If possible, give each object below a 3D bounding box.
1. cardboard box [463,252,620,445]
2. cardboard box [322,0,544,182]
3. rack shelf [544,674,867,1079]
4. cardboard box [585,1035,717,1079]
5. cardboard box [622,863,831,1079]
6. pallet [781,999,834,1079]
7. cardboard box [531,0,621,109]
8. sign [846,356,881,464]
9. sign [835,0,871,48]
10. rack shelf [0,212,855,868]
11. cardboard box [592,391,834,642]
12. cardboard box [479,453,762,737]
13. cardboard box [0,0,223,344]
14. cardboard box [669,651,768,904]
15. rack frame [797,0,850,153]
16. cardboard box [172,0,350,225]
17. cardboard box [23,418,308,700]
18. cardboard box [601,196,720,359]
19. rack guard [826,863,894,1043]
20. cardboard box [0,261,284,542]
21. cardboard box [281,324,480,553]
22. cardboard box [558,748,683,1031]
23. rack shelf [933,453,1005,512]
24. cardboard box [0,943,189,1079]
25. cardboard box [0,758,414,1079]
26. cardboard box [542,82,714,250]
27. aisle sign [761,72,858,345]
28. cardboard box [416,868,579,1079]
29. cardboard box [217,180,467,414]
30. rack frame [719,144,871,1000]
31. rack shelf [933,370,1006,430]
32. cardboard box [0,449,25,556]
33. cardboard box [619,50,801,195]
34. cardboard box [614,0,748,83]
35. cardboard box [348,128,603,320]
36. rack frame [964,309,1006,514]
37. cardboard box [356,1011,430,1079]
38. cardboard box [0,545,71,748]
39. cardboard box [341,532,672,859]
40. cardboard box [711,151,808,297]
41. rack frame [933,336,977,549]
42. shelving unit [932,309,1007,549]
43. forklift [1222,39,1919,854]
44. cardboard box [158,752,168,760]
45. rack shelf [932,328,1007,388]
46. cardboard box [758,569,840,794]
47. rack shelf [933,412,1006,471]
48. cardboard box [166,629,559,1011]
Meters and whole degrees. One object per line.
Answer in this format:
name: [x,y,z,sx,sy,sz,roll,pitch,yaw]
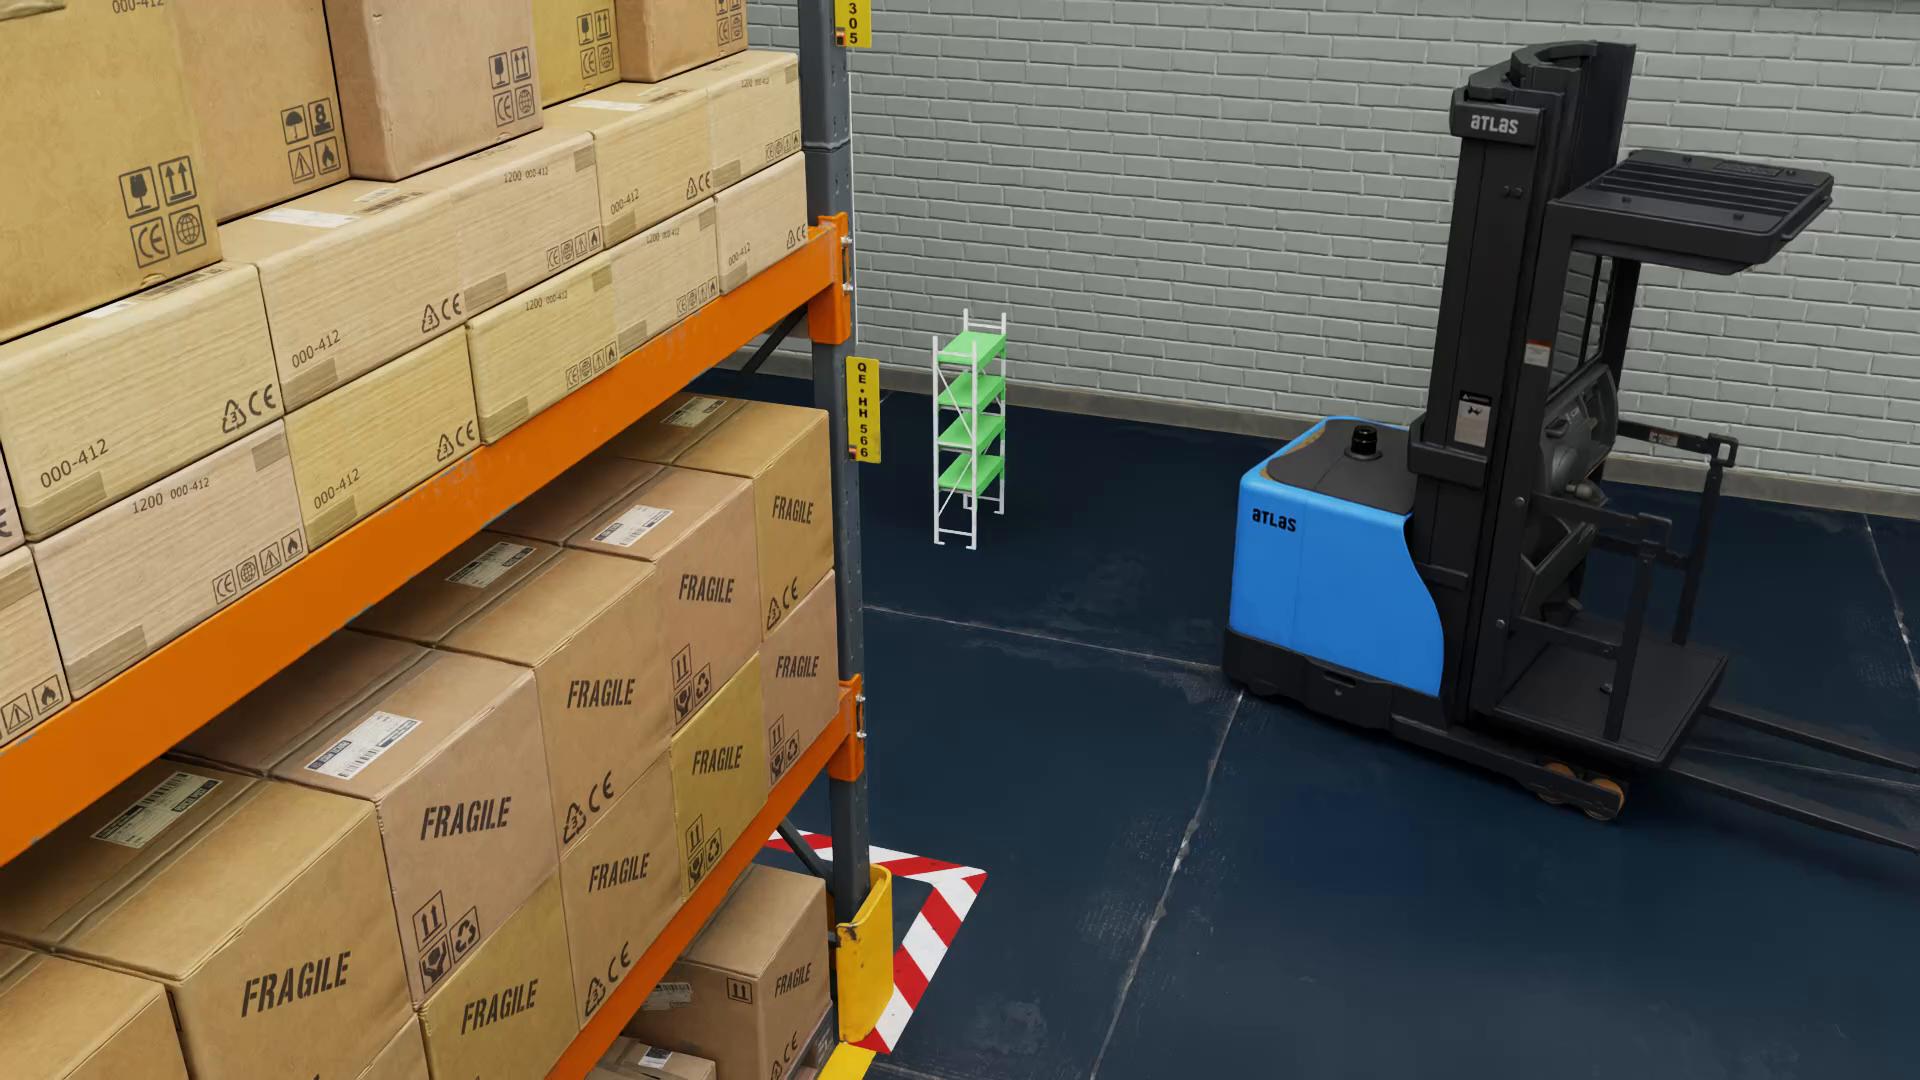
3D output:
cardboard box: [-1.054,-0.429,3.425,0.500,0.250,0.500,9,27,17]
cardboard box: [-1.268,-1.025,3.220,0.700,0.500,0.500,9,27,17]
rack shelf: [-1.467,1.338,3.869,1.077,0.370,4.000,9,27,17]
cardboard box: [-0.969,1.682,5.079,0.380,0.166,0.250,9,27,17]
cardboard box: [-0.750,1.379,5.323,0.500,0.500,0.500,9,27,17]
pallet: [-1.091,1.807,5.276,1.003,0.211,1.213,9,27,17]
cardboard box: [-1.203,-1.246,3.677,0.700,0.500,0.500,9,27,17]
sign: [-0.284,-0.382,4.905,0.100,0.325,0.005,9,27,17]
sign: [-0.284,-1.467,4.380,0.100,0.325,0.005,9,27,17]
rack shelf: [-1.467,-0.012,3.215,1.077,0.370,4.000,9,27,17]
cardboard box: [-0.690,-0.080,4.710,0.500,0.500,0.500,9,27,17]
cardboard box: [-0.857,0.128,4.281,0.500,0.500,0.500,10,27,19]
cardboard box: [-1.546,-0.605,2.354,0.700,0.500,0.500,9,27,17]
cardboard box: [-0.863,0.585,4.485,0.500,0.500,0.500,9,27,18]
rack frame: [-0.801,-2.507,4.103,1.000,3.000,0.127,9,27,17]
cardboard box: [-1.523,-0.833,2.824,0.700,0.500,0.500,9,27,17]
cardboard box: [-1.399,-0.020,2.580,0.500,0.250,0.500,9,27,17]
cardboard box: [-0.900,-0.637,3.853,0.500,0.250,0.500,9,27,17]
rack guard: [-0.826,1.349,5.890,1.175,0.500,0.348,9,27,17]
cardboard box: [-1.394,-0.244,2.469,0.500,0.250,0.500,9,27,17]
cardboard box: [-1.236,-0.226,3.005,0.500,0.250,0.500,9,27,17]
cardboard box: [-1.034,0.789,4.063,0.500,0.500,0.500,9,27,18]
rack shelf: [0.055,-0.335,9.261,0.258,0.148,0.480,9,27,17]
cardboard box: [-1.539,0.977,2.529,0.500,0.500,0.500,8,27,16]
cardboard box: [-1.367,0.765,2.965,0.500,0.500,0.500,8,27,16]
cardboard box: [-0.898,-0.861,3.743,0.500,0.250,0.500,9,27,17]
aisle sign: [-0.489,-0.961,4.810,0.394,0.787,0.004,9,27,17]
cardboard box: [-1.202,0.996,3.636,0.500,0.500,0.500,8,27,17]
cardboard box: [-1.228,-0.450,2.893,0.500,0.250,0.500,9,27,17]
rack frame: [-0.801,0.193,5.410,1.000,3.000,0.127,9,27,17]
rack shelf: [0.055,-0.767,9.052,0.258,0.148,0.480,9,27,17]
cardboard box: [-1.571,-0.041,2.048,0.500,0.250,0.500,9,27,17]
cardboard box: [-0.732,-1.067,4.168,0.500,0.250,0.500,9,27,17]
cardboard box: [-0.957,-1.439,4.076,0.700,0.500,0.500,9,27,17]
cardboard box: [-1.068,-0.656,3.320,0.500,0.250,0.500,9,27,17]
rack frame: [0.136,-0.708,9.336,0.240,1.200,0.015,9,27,17]
cardboard box: [-1.370,1.205,3.204,0.500,0.500,0.500,9,27,17]
cardboard box: [-1.567,0.185,2.156,0.500,0.250,0.500,9,27,17]
cardboard box: [-1.025,0.342,3.840,0.500,0.500,0.500,10,27,19]
cardboard box: [-0.723,-0.840,4.274,0.500,0.250,0.500,9,27,17]
rack frame: [-0.026,-0.508,8.922,0.240,1.200,0.015,9,27,17]
shelving unit: [0.055,-0.608,9.129,0.258,1.200,0.503,9,27,17]
forklift: [2.721,-0.427,6.768,3.031,2.935,1.130,18,31,32]
cardboard box: [-1.703,0.472,3.572,0.500,0.500,0.500,8,27,17]
rack shelf: [0.055,-0.983,8.948,0.258,0.148,0.480,9,27,17]
cardboard box: [-0.693,0.371,4.926,0.500,0.500,0.500,10,27,19]
rack shelf: [0.055,-0.551,9.157,0.258,0.148,0.480,9,27,17]
cardboard box: [-1.196,0.553,3.404,0.500,0.500,0.500,10,27,19]
